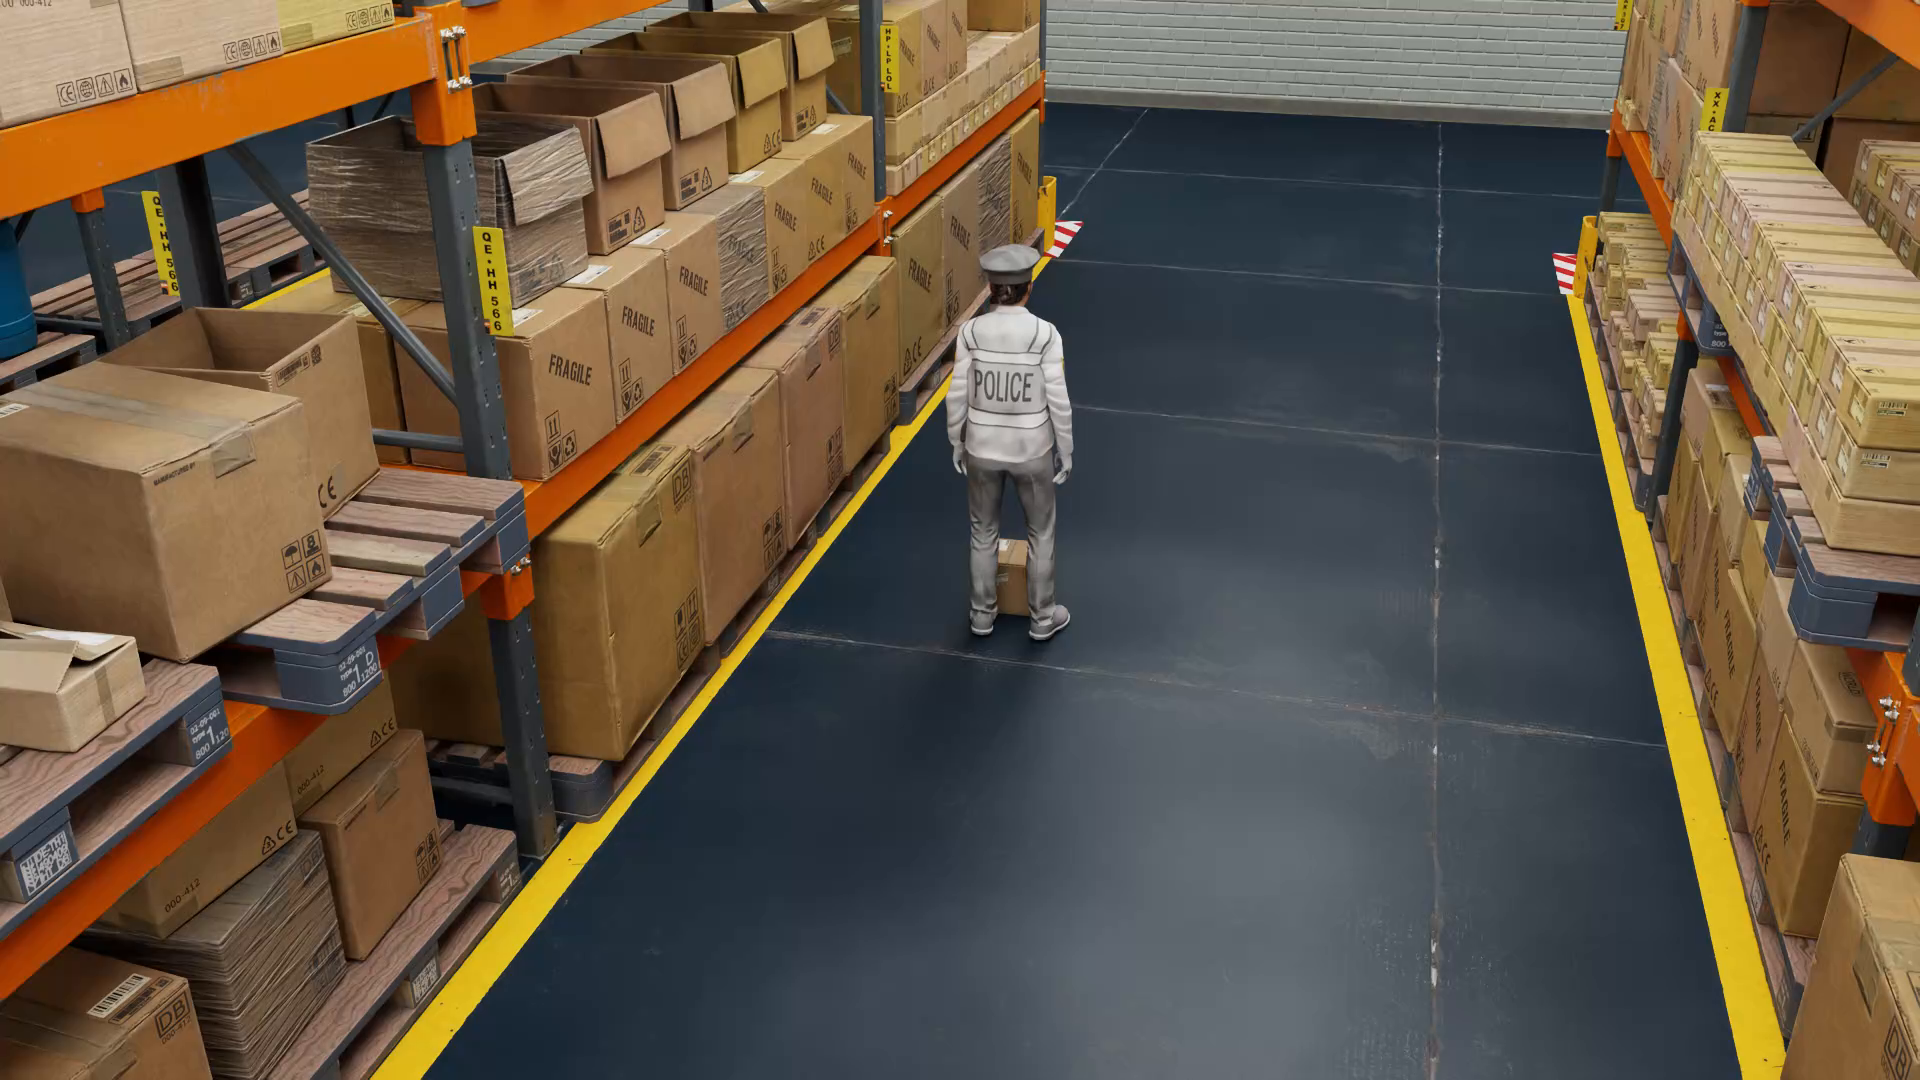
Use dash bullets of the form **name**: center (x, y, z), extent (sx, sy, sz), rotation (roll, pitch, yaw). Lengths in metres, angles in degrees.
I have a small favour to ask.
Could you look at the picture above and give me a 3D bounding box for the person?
- **person**: center (0.208, -0.368, 6.879), extent (0.527, 1.662, 0.376), rotation (6, 26, 12)
